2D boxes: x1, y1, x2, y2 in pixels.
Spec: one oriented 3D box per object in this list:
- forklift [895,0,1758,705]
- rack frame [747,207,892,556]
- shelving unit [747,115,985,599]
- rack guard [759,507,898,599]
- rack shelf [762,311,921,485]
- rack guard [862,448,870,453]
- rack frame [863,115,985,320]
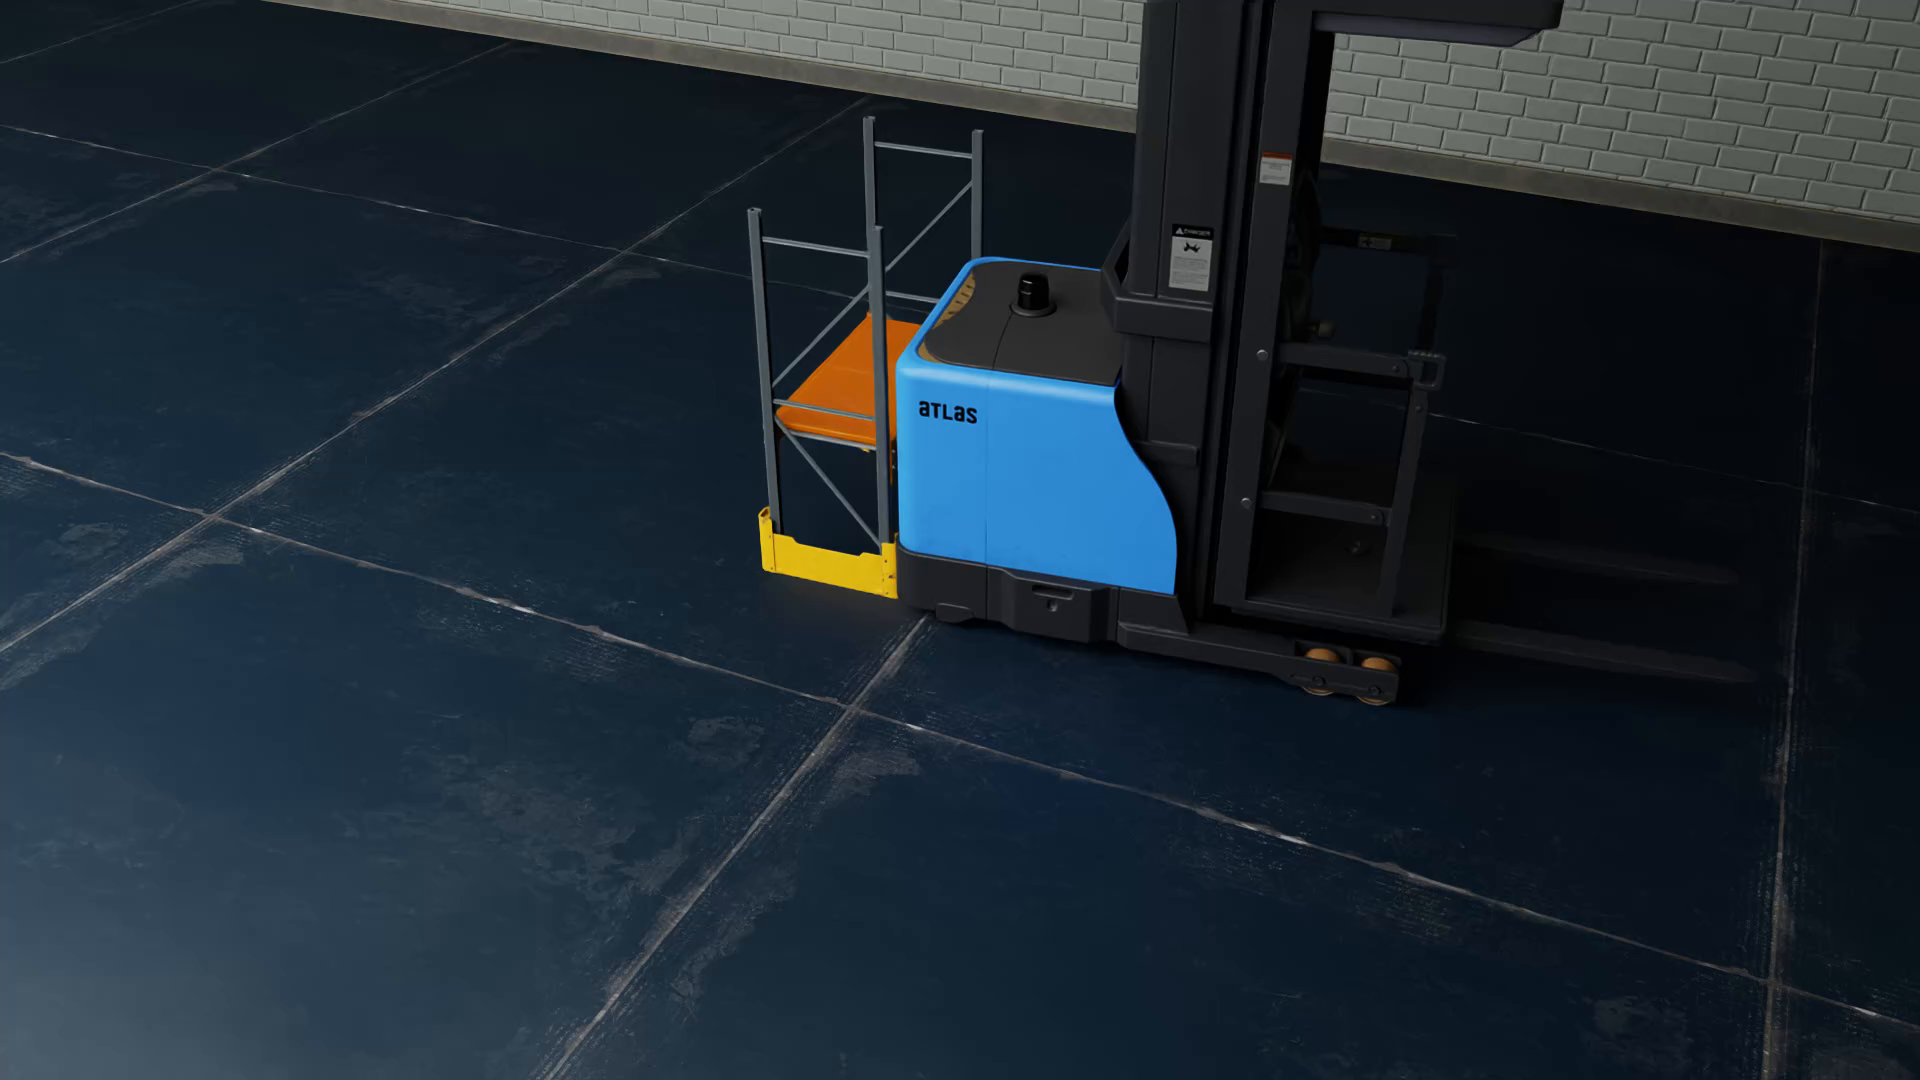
[{"bbox_3d":[1.335,-0.969,5.555,3.031,2.935,1.130,9,34,14],"label":"forklift"},{"bbox_3d":[-0.497,-0.474,6.105,0.500,1.500,0.032,12,35,17],"label":"rack frame"},{"bbox_3d":[-0.323,-0.731,6.497,0.587,1.500,1.083,12,35,17],"label":"shelving unit"},{"bbox_3d":[-0.496,0.048,6.449,0.587,0.250,0.087,12,35,17],"label":"rack guard"},{"bbox_3d":[-0.320,-0.585,6.603,0.538,0.185,1.000,12,35,17],"label":"rack shelf"},{"bbox_3d":[-0.150,-0.464,7.230,0.587,0.250,0.087,12,35,17],"label":"rack guard"},{"bbox_3d":[-0.143,-0.997,6.902,0.500,1.500,0.032,12,35,17],"label":"rack frame"}]
